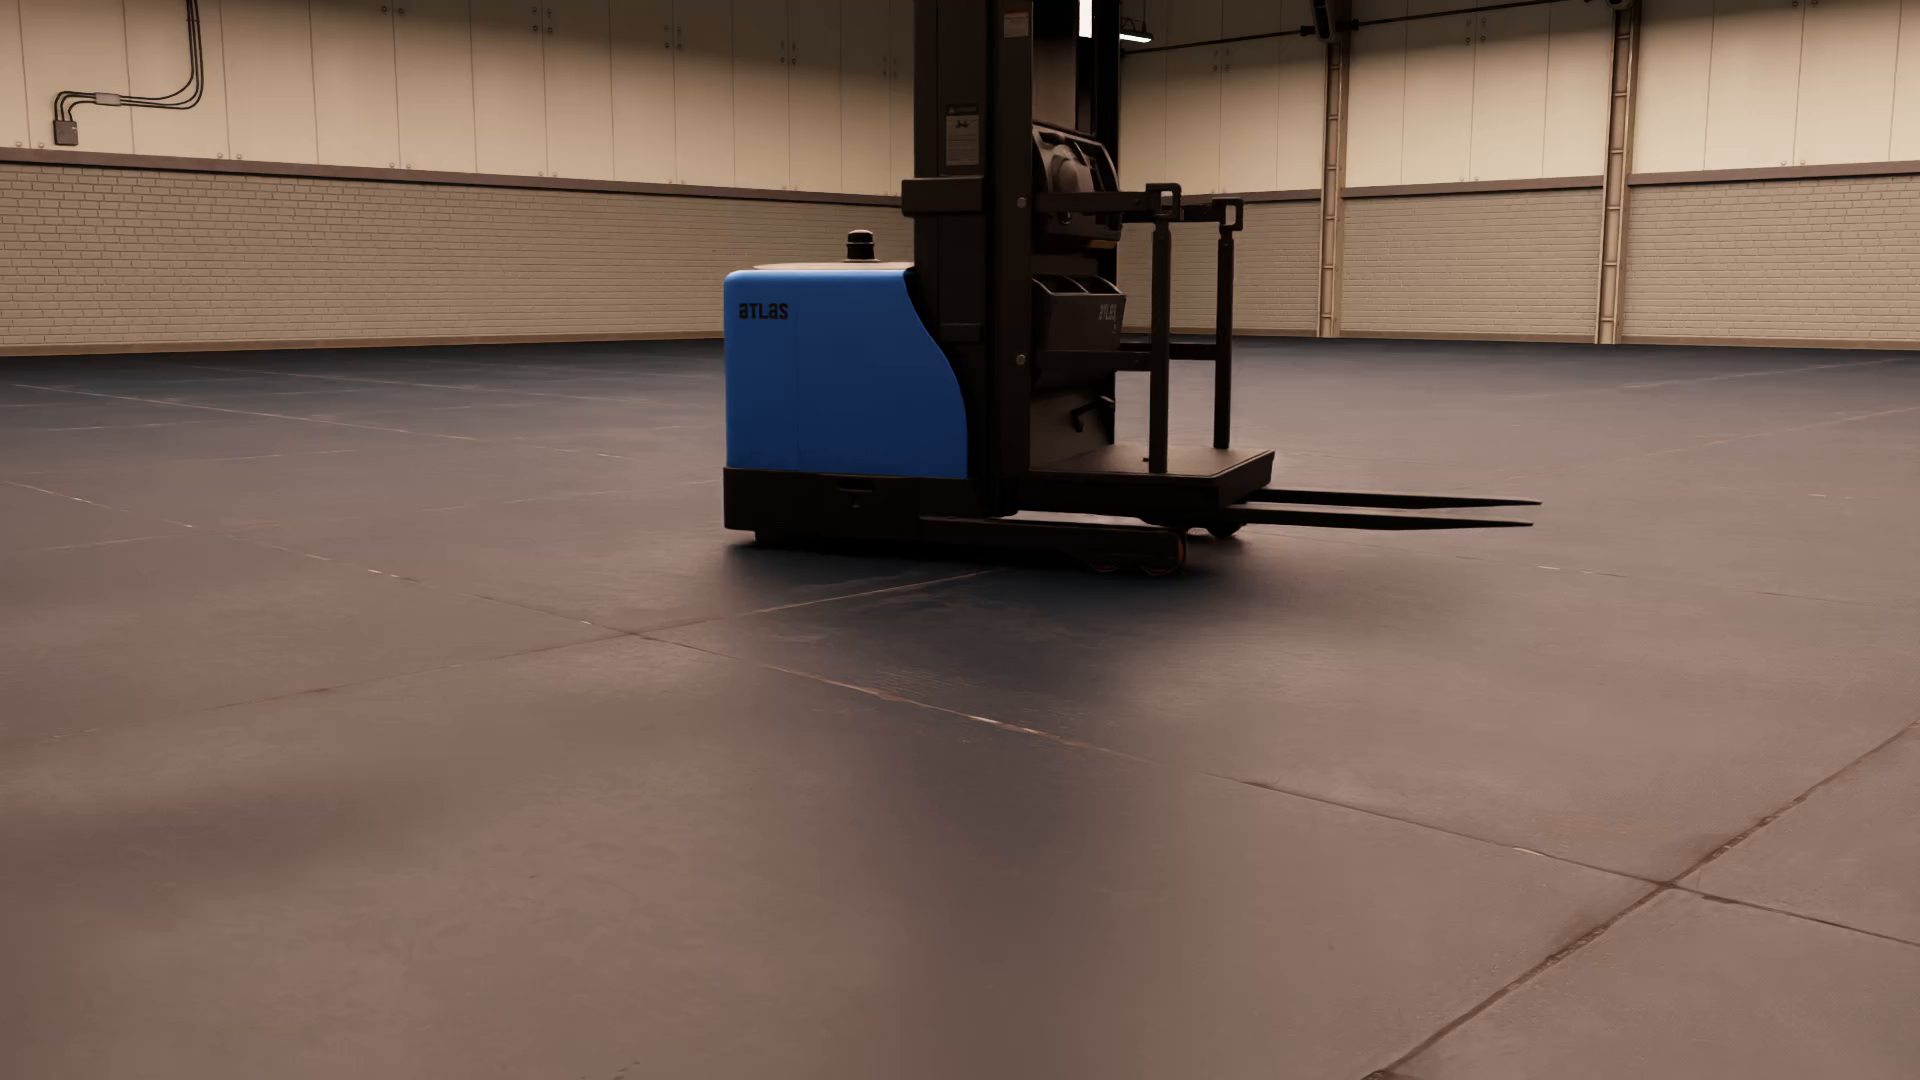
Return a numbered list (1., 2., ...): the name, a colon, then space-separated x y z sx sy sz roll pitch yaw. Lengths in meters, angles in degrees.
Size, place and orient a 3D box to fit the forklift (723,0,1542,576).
1. forklift: 0.635 -1.412 6.248 3.031 2.935 1.130 3 9 22
